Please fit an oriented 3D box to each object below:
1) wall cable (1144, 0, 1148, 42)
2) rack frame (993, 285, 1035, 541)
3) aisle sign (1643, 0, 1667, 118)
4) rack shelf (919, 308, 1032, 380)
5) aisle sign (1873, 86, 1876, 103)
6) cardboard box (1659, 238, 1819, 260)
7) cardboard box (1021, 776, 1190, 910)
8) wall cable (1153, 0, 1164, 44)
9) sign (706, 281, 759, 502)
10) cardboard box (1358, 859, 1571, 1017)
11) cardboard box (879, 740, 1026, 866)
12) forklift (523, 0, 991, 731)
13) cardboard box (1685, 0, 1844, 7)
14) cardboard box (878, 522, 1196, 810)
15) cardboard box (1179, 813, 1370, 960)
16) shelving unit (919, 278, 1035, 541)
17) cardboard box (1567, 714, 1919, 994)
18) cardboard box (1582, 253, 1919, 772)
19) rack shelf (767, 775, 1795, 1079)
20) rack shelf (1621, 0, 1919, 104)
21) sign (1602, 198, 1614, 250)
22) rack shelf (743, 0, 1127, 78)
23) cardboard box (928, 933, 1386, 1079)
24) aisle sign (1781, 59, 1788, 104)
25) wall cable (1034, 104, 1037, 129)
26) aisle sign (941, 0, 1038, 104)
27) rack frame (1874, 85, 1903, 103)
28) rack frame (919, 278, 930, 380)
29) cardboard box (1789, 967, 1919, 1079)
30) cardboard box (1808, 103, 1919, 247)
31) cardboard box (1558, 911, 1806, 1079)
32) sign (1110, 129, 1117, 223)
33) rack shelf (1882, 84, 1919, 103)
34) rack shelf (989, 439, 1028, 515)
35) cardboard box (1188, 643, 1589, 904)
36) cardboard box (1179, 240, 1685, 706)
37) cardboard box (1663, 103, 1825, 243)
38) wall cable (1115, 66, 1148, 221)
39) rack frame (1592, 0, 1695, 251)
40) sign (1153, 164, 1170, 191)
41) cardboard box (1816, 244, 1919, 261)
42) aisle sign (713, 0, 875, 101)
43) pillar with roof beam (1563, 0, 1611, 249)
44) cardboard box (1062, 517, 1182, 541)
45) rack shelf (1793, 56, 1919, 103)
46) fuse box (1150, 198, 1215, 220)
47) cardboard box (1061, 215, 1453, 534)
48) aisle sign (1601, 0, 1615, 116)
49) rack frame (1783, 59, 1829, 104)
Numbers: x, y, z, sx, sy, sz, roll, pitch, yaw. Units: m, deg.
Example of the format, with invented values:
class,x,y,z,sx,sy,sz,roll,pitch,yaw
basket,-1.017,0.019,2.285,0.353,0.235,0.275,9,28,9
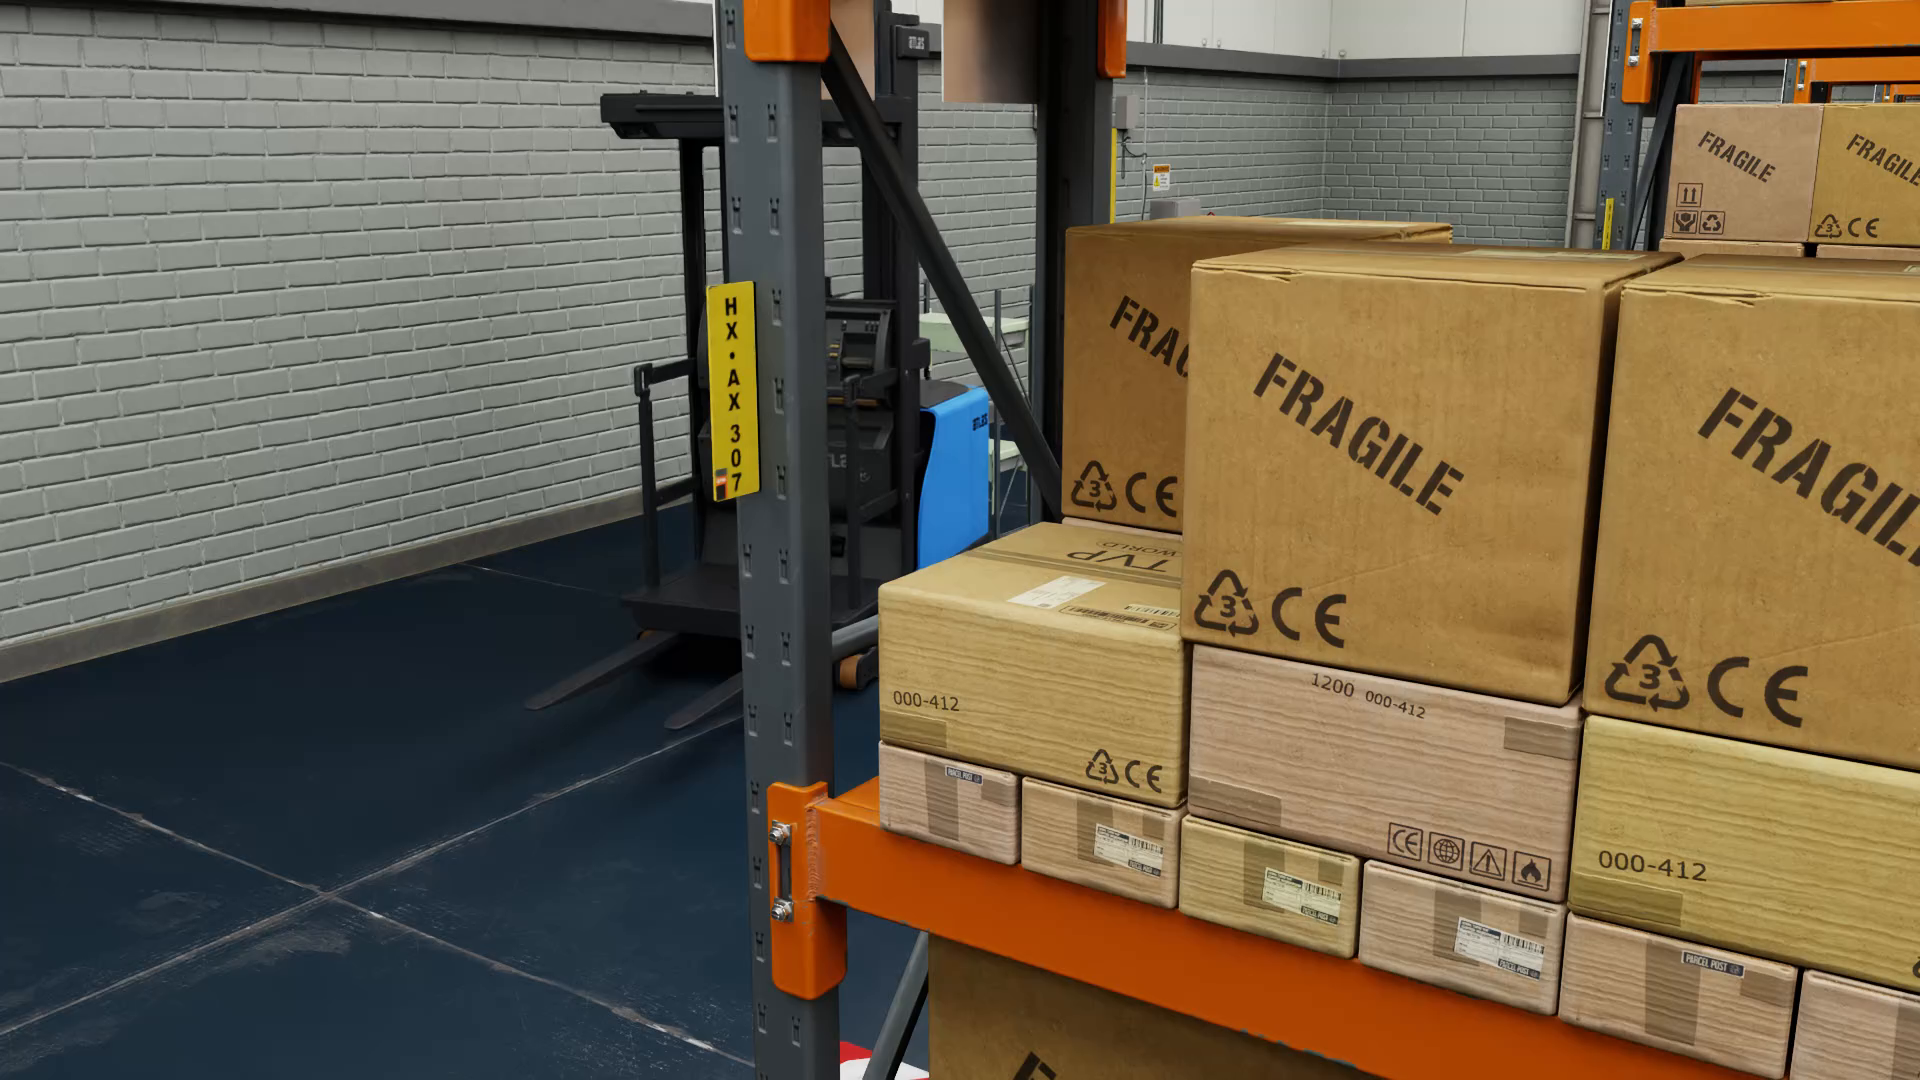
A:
class,x,y,z,sx,sy,sz,roll,pitch,yaw
wall cable,1.047,-5.621,13.803,0.029,3.000,2.355,9,17,33
rack frame,0.309,-0.678,9.441,0.023,1.500,0.400,9,17,33
aisle sign,2.930,-2.184,6.992,0.004,0.787,0.394,9,17,33
rack shelf,0.006,-1.106,9.546,0.720,0.370,0.431,9,17,33
aisle sign,8.048,-4.055,14.553,0.004,0.787,0.394,9,17,33
cardboard box,3.041,-0.930,6.509,0.500,0.500,0.500,10,17,35
cardboard box,0.295,0.393,2.517,0.250,0.149,0.380,9,16,32
wall cable,2.633,-6.190,16.022,0.133,3.039,2.988,9,17,33
sign,-0.344,-0.225,2.525,0.005,0.325,0.100,9,17,33
cardboard box,0.725,0.462,2.238,0.250,0.149,0.380,9,16,32
cardboard box,0.081,0.359,2.655,0.250,0.149,0.380,9,17,33
forklift,-0.824,-0.882,7.286,1.130,2.935,3.031,5,15,20
cardboard box,3.053,-2.124,6.231,0.500,0.250,0.500,10,17,35
cardboard box,0.219,0.170,2.587,0.500,0.250,0.500,9,16,31
cardboard box,0.508,0.427,2.378,0.250,0.149,0.380,9,16,31
shelving unit,0.006,-0.727,9.639,0.755,1.500,0.431,9,17,33
cardboard box,1.069,0.306,2.036,0.500,0.250,0.500,9,16,31
cardboard box,1.067,-0.059,1.951,0.500,0.500,0.500,9,16,31
rack shelf,1.631,0.741,2.085,4.000,0.370,1.077,9,17,33
rack shelf,4.483,-1.691,5.665,4.000,0.370,1.077,9,17,33
sign,2.520,-1.164,6.482,0.005,0.325,0.100,9,17,33
rack shelf,1.631,-0.715,1.725,4.000,0.370,1.077,9,17,33
cardboard box,0.547,1.021,3.005,0.875,0.875,0.875,9,17,33
aisle sign,5.280,-3.066,10.558,0.004,0.787,0.394,9,17,33
wall cable,0.810,-3.113,13.975,0.123,1.953,0.585,9,17,33
aisle sign,0.079,-1.208,3.051,0.004,0.787,0.394,9,17,33
rack frame,8.269,-2.843,15.065,0.127,3.000,1.000,9,17,33
rack frame,-0.298,-0.776,9.838,0.023,1.500,0.400,9,17,33
cardboard box,1.150,0.531,1.960,0.250,0.149,0.380,9,16,32
cardboard box,3.470,-1.351,6.130,0.500,0.500,0.500,10,17,34
cardboard box,0.935,0.496,2.099,0.250,0.149,0.380,9,16,32
sign,0.285,-0.660,3.344,0.005,0.325,0.100,9,17,33
rack shelf,9.928,-3.681,13.707,4.000,0.370,1.077,9,17,33
rack shelf,0.006,-0.411,9.718,0.720,0.370,0.431,9,17,33
cardboard box,0.654,0.238,2.311,0.500,0.250,0.500,9,16,32
cardboard box,0.633,-0.127,2.226,0.500,0.500,0.500,9,16,31
cardboard box,3.047,-1.417,6.398,0.500,0.500,0.500,9,17,32
wall cable,1.592,-3.382,15.127,0.122,1.984,0.588,9,17,33
rack frame,2.823,-0.852,7.023,0.127,3.000,1.000,9,17,33
sign,1.901,-3.421,15.682,0.001,0.242,0.339,9,17,33
cardboard box,3.500,-0.863,6.240,0.500,0.500,0.500,9,17,33
aisle sign,-0.256,-1.088,2.568,0.004,0.787,0.394,9,17,33
pillar with roof beam,4.132,-5.438,13.063,0.400,9.000,9.100,9,17,33
cardboard box,0.521,0.064,3.016,0.500,0.250,0.500,9,16,32
rack shelf,7.161,-2.691,9.707,4.000,0.370,1.077,9,17,33
fuse box,2.103,-2.378,15.868,0.414,1.711,0.539,9,17,33
cardboard box,0.522,-0.299,2.922,0.500,0.500,0.500,9,17,33
aisle sign,2.595,-2.064,6.508,0.004,0.787,0.394,9,17,33
rack frame,5.502,-1.853,11.065,0.127,3.000,1.000,9,17,33
